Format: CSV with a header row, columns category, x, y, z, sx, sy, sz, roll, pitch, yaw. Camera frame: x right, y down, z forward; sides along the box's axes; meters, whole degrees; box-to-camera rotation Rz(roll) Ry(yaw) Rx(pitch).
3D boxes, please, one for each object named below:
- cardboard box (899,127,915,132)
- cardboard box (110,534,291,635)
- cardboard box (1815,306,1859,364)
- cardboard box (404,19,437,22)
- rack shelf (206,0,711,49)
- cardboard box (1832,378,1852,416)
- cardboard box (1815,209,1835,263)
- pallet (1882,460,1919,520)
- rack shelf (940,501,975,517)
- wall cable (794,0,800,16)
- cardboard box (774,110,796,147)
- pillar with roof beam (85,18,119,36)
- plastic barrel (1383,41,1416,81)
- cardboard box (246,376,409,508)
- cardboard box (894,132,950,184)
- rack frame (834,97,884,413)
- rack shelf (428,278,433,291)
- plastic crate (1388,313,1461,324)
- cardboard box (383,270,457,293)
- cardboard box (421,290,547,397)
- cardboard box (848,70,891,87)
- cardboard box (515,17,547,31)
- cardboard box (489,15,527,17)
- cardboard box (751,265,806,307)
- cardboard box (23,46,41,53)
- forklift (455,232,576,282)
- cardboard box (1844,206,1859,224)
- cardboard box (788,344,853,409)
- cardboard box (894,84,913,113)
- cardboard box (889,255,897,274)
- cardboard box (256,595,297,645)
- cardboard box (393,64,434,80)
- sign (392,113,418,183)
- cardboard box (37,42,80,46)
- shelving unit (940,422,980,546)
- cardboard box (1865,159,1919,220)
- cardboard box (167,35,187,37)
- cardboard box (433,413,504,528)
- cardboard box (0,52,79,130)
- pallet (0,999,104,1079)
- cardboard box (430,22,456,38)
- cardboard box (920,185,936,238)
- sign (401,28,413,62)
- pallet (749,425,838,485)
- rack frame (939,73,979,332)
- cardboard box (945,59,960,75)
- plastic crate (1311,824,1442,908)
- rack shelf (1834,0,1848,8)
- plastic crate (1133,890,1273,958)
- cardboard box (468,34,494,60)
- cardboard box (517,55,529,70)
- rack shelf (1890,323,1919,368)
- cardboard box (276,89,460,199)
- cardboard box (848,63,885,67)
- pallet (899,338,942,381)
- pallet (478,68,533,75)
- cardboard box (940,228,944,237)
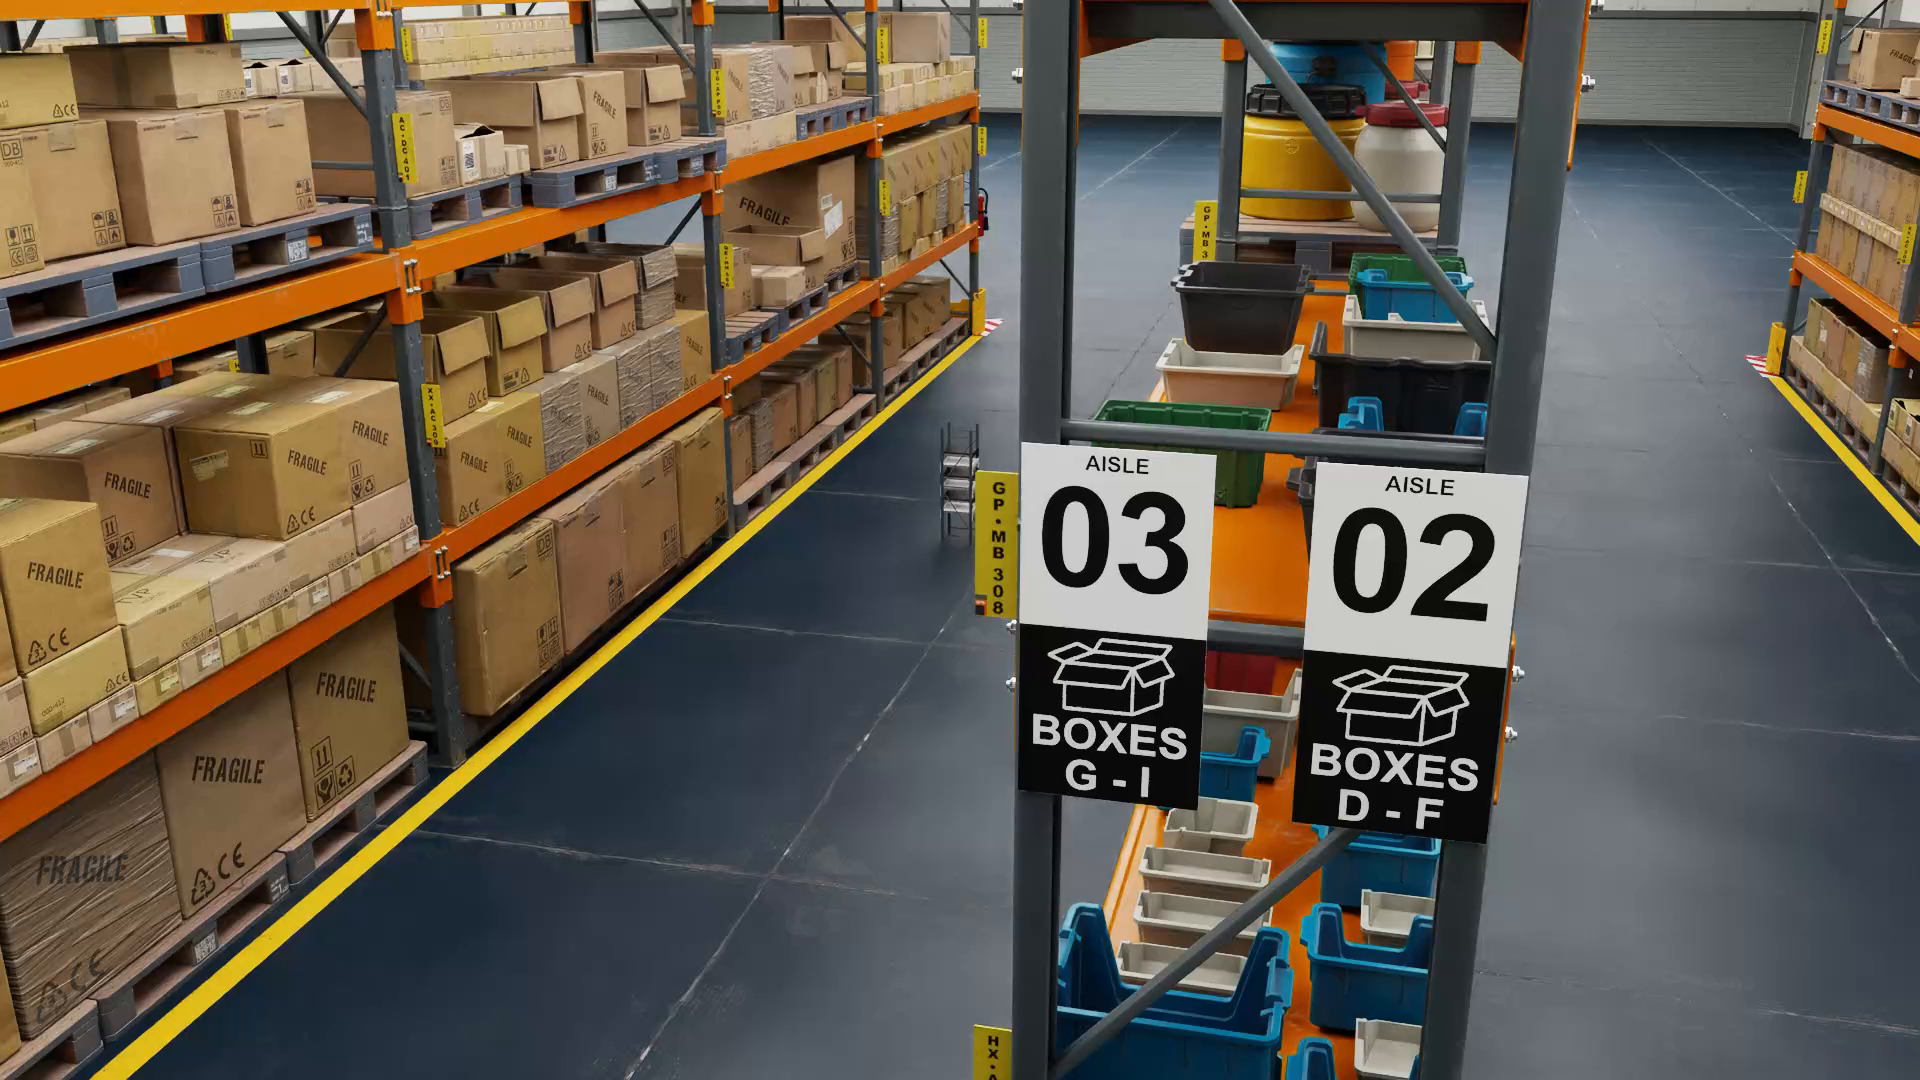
category,x,y,z,sx,sy,sz,roll,pitch,yaw
cardboard box,-0.802,-4.340,18.590,0.500,0.500,0.500,5,19,13
cardboard box,-3.309,0.188,7.270,0.500,0.250,0.500,5,20,14
cardboard box,8.754,-1.989,16.315,0.500,0.500,0.500,5,19,13
cardboard box,-5.948,-5.614,18.194,0.380,0.149,0.250,4,19,13
rack shelf,-2.718,-3.160,9.750,1.077,0.370,4.000,5,19,13
cardboard box,8.494,-1.322,15.522,0.500,0.250,0.500,5,19,13
cardboard box,9.204,-3.104,16.979,0.700,0.500,0.500,5,19,13
pallet,8.211,-0.395,13.516,1.003,0.211,1.213,5,19,13
rack shelf,-0.002,-0.221,12.604,0.258,0.077,0.200,5,19,13
wall cable,-6.411,-16.603,52.179,3.097,2.526,0.112,5,19,13
cardboard box,-1.626,-3.276,13.230,0.500,0.250,0.500,5,20,15
pillar with roof beam,-10.102,-9.391,26.261,9.100,9.000,0.400,5,19,13
plastic barrel,2.432,-2.730,10.086,0.600,0.830,0.708,5,19,13
cardboard box,-3.060,-0.484,8.074,0.500,0.500,0.500,5,20,15
cardboard box,-0.411,-4.141,18.009,0.500,0.500,0.500,5,19,13
rack frame,-1.252,-2.732,16.044,1.000,3.000,0.127,5,19,13
rack shelf,-5.548,-3.441,19.235,1.077,0.370,4.000,5,19,13
plastic crate,1.654,-0.699,5.861,0.293,0.136,0.466,5,19,13
cardboard box,-5.816,-2.540,18.120,0.875,0.875,0.875,5,19,14
cardboard box,-2.880,-1.161,9.740,0.797,0.503,0.637,5,19,14
cardboard box,-0.875,-4.435,16.006,0.380,0.149,0.250,4,19,11
cardboard box,-5.000,-5.961,19.208,0.380,0.149,0.250,5,19,14
cardboard box,-5.450,-6.253,20.065,0.380,0.149,0.250,5,19,14
cardboard box,-1.597,-2.113,13.815,0.500,0.250,0.500,4,19,12
cardboard box,-6.861,-3.583,12.557,0.396,0.266,0.258,5,19,13
forklift,-4.071,-2.232,14.689,1.130,2.935,3.031,5,19,14
cardboard box,8.775,-3.126,16.042,0.380,0.149,0.250,4,19,12
cardboard box,-1.423,-1.566,15.819,0.700,0.500,0.500,3,19,9
cardboard box,-0.769,-4.367,16.424,0.500,0.250,0.500,4,19,13
cardboard box,-0.834,-2.734,16.439,0.380,0.149,0.250,5,19,13
cardboard box,-3.215,0.339,7.444,0.380,0.149,0.250,5,19,14
cardboard box,-5.618,-4.789,17.011,0.380,0.149,0.250,4,19,12
sign,-2.668,-1.882,7.995,0.100,0.325,0.005,5,19,13
cardboard box,-10.258,-5.593,18.936,0.380,0.149,0.250,4,19,12
shelving unit,-0.002,-0.423,12.535,0.258,0.900,0.210,5,19,13
cardboard box,8.823,-3.221,15.315,0.700,0.500,0.500,5,19,13
cardboard box,-9.781,-6.239,20.827,0.380,0.149,0.250,5,19,14
cardboard box,-2.852,-0.396,9.051,0.500,0.500,0.500,5,19,14
cardboard box,-3.681,-1.670,6.178,0.500,0.250,0.500,4,19,12
pallet,-4.065,2.092,6.235,1.003,0.211,1.213,5,19,13
cardboard box,-5.495,-5.326,17.349,0.380,0.149,0.250,4,19,13
cardboard box,-0.739,-3.528,17.761,0.875,0.500,0.500,5,19,13
sign,-5.509,-4.928,16.548,0.100,0.325,0.005,5,19,13
pallet,-1.737,-0.784,14.657,1.003,0.211,1.213,5,19,13
rack frame,-0.275,-3.985,19.715,1.000,3.000,0.127,5,19,13
cardboard box,-0.216,-5.164,18.139,0.380,0.149,0.250,5,19,14
plastic crate,1.320,1.007,5.263,0.416,0.233,0.300,5,19,13
rack shelf,8.842,-4.884,14.797,1.077,0.370,4.000,5,19,13
plastic crate,0.727,1.158,4.973,0.396,0.136,0.243,5,19,13
cardboard box,-5.402,-5.338,18.002,0.500,0.250,0.500,4,19,13
cardboard box,-5.123,-5.426,18.877,0.380,0.149,0.250,5,19,14
rack shelf,7.864,-0.981,12.031,1.077,0.370,4.000,5,19,13
cardboard box,-3.075,-2.072,8.669,0.700,0.500,0.500,5,20,15
cardboard box,-0.985,-4.884,17.322,0.380,0.149,0.250,4,19,11
pallet,-0.826,-2.009,18.242,1.003,0.211,1.213,5,19,13
pallet,-5.527,-5.169,18.678,1.003,0.211,1.213,5,19,13
cardboard box,-0.394,-3.448,18.530,0.380,0.149,0.250,5,19,13
